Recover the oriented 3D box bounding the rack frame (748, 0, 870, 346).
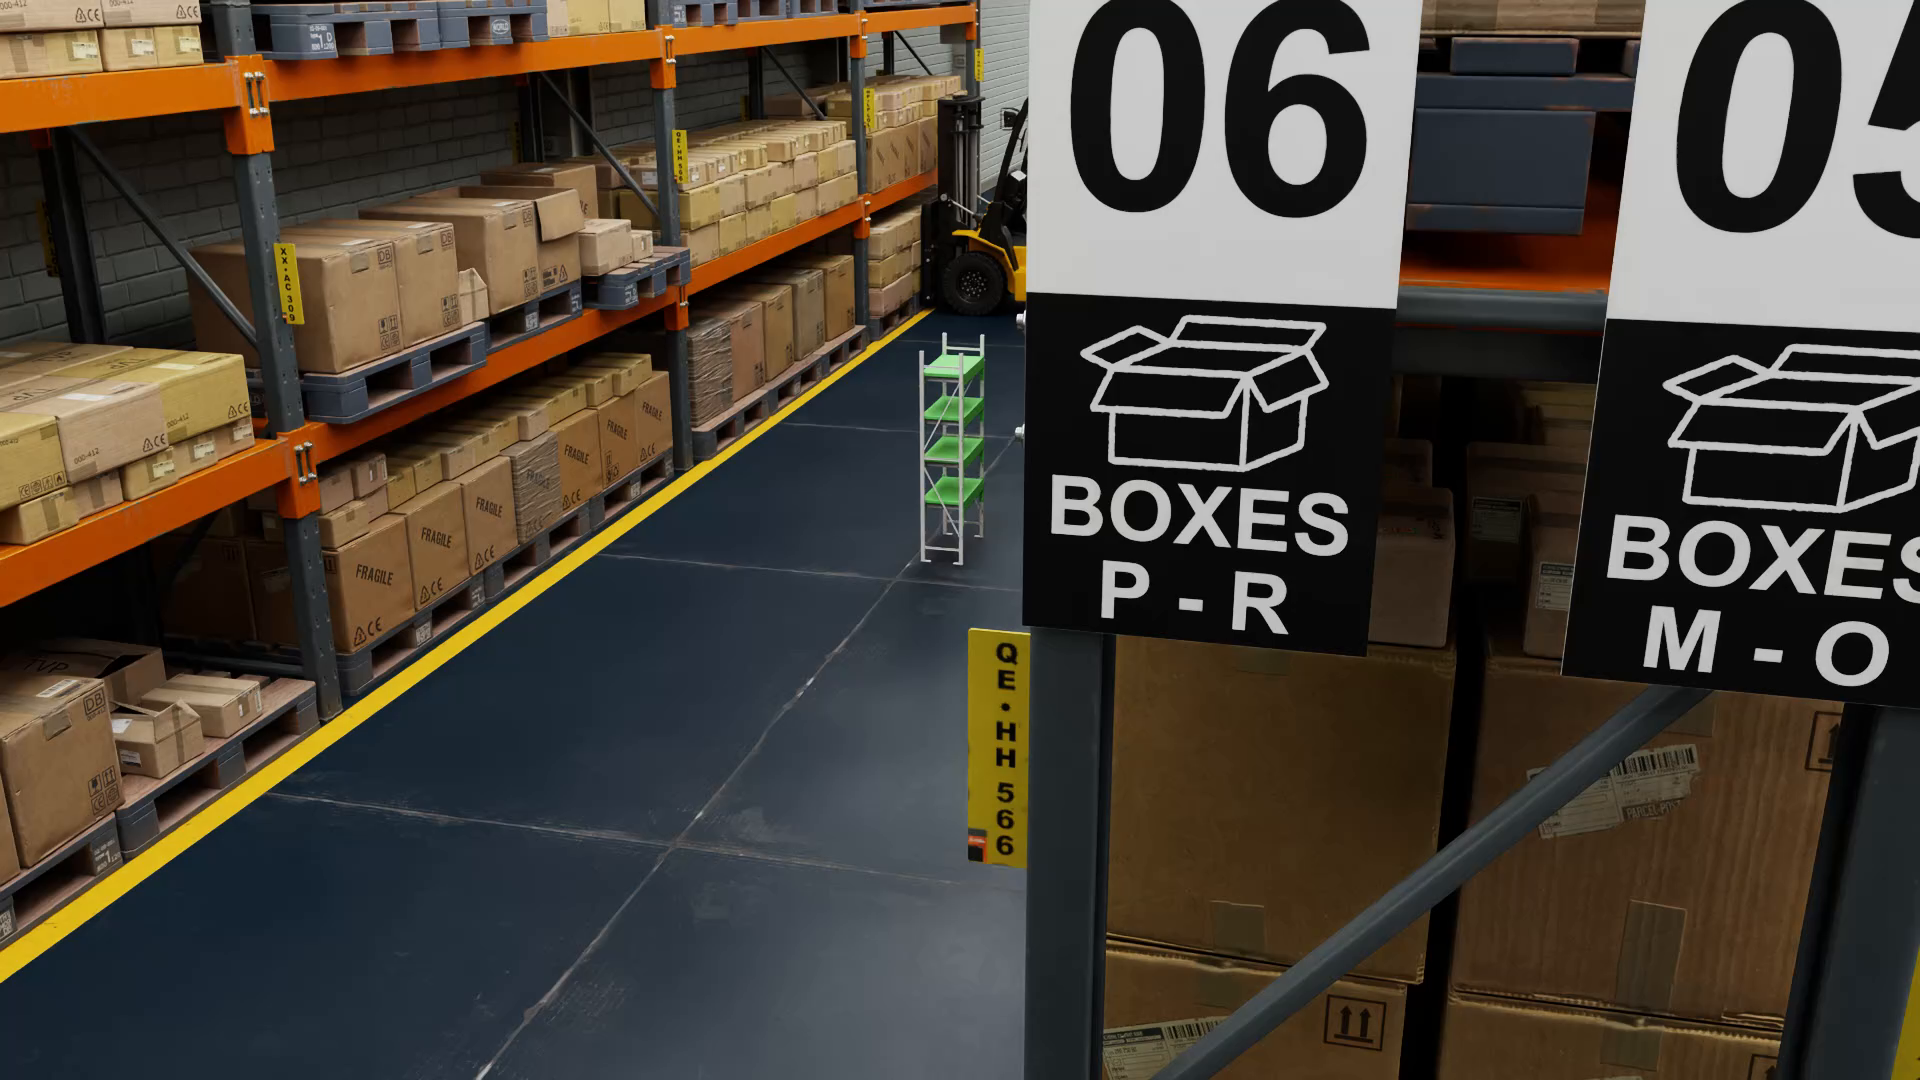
[{"bbox_3d":[-1.300,-3.177,14.348,1.000,3.000,0.127,5,19,13],"label":"rack frame"}]

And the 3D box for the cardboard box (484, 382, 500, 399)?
[{"bbox_3d":[-2.938,-0.864,9.790,0.380,0.149,0.250,4,19,11],"label":"cardboard box"}]

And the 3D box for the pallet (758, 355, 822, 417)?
[{"bbox_3d":[-1.739,-1.240,12.991,1.003,0.211,1.213,5,19,13],"label":"pallet"}]

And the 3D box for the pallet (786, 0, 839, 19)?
[{"bbox_3d":[-1.503,-4.229,13.082,0.805,0.209,1.217,4,19,11],"label":"pallet"}]

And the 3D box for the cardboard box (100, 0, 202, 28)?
[{"bbox_3d":[-3.130,-1.988,5.998,0.500,0.250,0.500,5,19,14],"label":"cardboard box"}]

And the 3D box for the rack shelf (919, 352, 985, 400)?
[{"bbox_3d":[-0.040,-0.910,9.207,0.258,0.148,0.480,5,19,13],"label":"rack shelf"}]

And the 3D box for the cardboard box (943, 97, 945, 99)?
[{"bbox_3d":[-0.364,-4.419,16.825,0.380,0.149,0.250,5,19,13],"label":"cardboard box"}]

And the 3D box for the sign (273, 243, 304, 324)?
[{"bbox_3d":[-2.727,-1.039,6.749,0.100,0.325,0.005,5,19,13],"label":"sign"}]

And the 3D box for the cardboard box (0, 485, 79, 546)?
[{"bbox_3d":[-3.296,-0.102,5.734,0.380,0.149,0.250,4,19,13],"label":"cardboard box"}]

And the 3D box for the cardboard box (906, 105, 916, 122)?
[{"bbox_3d":[-0.627,-4.009,15.627,0.380,0.149,0.250,4,19,12],"label":"cardboard box"}]

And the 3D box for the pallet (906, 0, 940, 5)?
[{"bbox_3d":[-0.817,-5.205,15.783,1.003,0.211,1.213,5,19,13],"label":"pallet"}]

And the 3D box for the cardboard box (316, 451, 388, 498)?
[{"bbox_3d":[-2.892,-0.310,7.708,0.380,0.149,0.250,4,19,11],"label":"cardboard box"}]

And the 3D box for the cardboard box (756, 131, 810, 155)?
[{"bbox_3d":[-1.385,-3.082,12.911,0.380,0.149,0.250,4,19,12],"label":"cardboard box"}]

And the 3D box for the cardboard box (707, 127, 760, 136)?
[{"bbox_3d":[-1.815,-3.198,13.252,0.380,0.149,0.250,4,19,13],"label":"cardboard box"}]

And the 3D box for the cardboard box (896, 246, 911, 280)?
[{"bbox_3d":[-0.762,-2.596,15.479,0.500,0.250,0.500,5,19,13],"label":"cardboard box"}]

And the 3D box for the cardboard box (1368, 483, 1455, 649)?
[{"bbox_3d":[0.475,0.019,2.286,0.380,0.149,0.250,5,19,14],"label":"cardboard box"}]

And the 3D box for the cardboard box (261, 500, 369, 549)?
[{"bbox_3d":[-2.909,-0.084,7.506,0.380,0.149,0.250,6,20,16],"label":"cardboard box"}]

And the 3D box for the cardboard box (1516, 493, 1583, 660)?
[{"bbox_3d":[0.937,0.058,2.172,0.380,0.149,0.250,5,20,15],"label":"cardboard box"}]

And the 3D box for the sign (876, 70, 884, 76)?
[{"bbox_3d":[-0.860,-4.924,18.000,0.100,0.325,0.005,5,19,13],"label":"sign"}]

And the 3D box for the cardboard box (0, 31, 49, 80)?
[{"bbox_3d":[-3.258,-1.598,5.472,0.380,0.149,0.250,5,19,13],"label":"cardboard box"}]

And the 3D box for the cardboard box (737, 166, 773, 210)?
[{"bbox_3d":[-1.663,-2.528,11.907,0.500,0.250,0.500,4,19,12],"label":"cardboard box"}]

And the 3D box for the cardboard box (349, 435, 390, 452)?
[{"bbox_3d":[-3.178,-0.455,8.592,0.380,0.149,0.250,5,20,15],"label":"cardboard box"}]

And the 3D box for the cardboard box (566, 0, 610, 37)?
[{"bbox_3d":[-2.290,-2.934,9.229,0.500,0.250,0.500,5,19,14],"label":"cardboard box"}]

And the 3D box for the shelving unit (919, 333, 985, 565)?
[{"bbox_3d":[-0.040,-0.516,9.342,0.258,1.200,0.503,5,19,13],"label":"shelving unit"}]

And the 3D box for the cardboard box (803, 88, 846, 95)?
[{"bbox_3d":[-1.279,-4.119,15.486,0.380,0.149,0.250,4,19,12],"label":"cardboard box"}]

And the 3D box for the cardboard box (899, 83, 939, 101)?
[{"bbox_3d":[-0.421,-4.389,16.278,0.380,0.149,0.250,5,19,14],"label":"cardboard box"}]

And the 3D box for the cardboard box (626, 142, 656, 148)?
[{"bbox_3d":[-2.205,-2.806,12.103,0.380,0.149,0.250,4,19,12],"label":"cardboard box"}]

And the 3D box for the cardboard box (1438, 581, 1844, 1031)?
[{"bbox_3d":[0.975,0.327,2.389,0.500,0.500,0.500,4,19,12],"label":"cardboard box"}]

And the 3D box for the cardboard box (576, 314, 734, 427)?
[{"bbox_3d":[-2.112,-1.193,11.563,0.875,0.625,0.625,5,20,15],"label":"cardboard box"}]

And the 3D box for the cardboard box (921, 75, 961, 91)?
[{"bbox_3d":[-0.206,-4.797,17.472,0.380,0.149,0.250,5,19,14],"label":"cardboard box"}]

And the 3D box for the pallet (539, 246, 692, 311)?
[{"bbox_3d":[-2.375,-1.615,10.071,1.213,0.211,1.003,5,19,13],"label":"pallet"}]

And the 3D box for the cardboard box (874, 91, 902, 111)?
[{"bbox_3d":[-0.742,-3.991,15.113,0.380,0.149,0.250,5,20,15],"label":"cardboard box"}]

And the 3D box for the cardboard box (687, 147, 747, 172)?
[{"bbox_3d":[-1.728,-2.685,11.749,0.380,0.149,0.250,5,19,14],"label":"cardboard box"}]

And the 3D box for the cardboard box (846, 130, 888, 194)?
[{"bbox_3d":[-0.939,-3.343,14.679,0.500,0.500,0.500,4,19,12],"label":"cardboard box"}]

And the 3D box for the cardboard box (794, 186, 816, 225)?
[{"bbox_3d":[-1.438,-2.616,12.939,0.500,0.250,0.500,5,19,14],"label":"cardboard box"}]

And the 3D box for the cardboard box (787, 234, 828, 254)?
[{"bbox_3d":[-1.368,-2.717,15.060,0.500,0.250,0.500,5,20,14],"label":"cardboard box"}]

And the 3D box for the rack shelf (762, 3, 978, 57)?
[{"bbox_3d":[-0.812,-4.883,15.815,1.077,0.370,4.000,5,19,13],"label":"rack shelf"}]

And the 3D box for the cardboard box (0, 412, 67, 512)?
[{"bbox_3d":[-3.386,-0.247,5.542,0.500,0.250,0.500,5,19,13],"label":"cardboard box"}]

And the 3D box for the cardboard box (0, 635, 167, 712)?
[{"bbox_3d":[-3.646,0.592,6.822,0.500,0.311,0.500,5,20,15],"label":"cardboard box"}]

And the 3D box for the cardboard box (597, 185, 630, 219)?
[{"bbox_3d":[-2.437,-2.252,11.098,0.500,0.250,0.500,5,20,15],"label":"cardboard box"}]

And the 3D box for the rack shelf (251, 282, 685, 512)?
[{"bbox_3d":[-2.766,-0.956,8.959,1.077,0.370,4.000,5,19,13],"label":"rack shelf"}]

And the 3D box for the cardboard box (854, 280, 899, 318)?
[{"bbox_3d":[-0.861,-2.200,15.092,0.500,0.250,0.500,5,19,14],"label":"cardboard box"}]

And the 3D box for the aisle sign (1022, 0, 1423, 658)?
[{"bbox_3d":[0.264,-0.257,1.778,0.394,0.787,0.004,5,19,13],"label":"aisle sign"}]

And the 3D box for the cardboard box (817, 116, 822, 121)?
[{"bbox_3d":[-1.443,-3.734,14.820,0.380,0.149,0.250,4,19,12],"label":"cardboard box"}]

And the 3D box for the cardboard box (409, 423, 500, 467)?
[{"bbox_3d":[-2.651,-0.498,8.719,0.380,0.149,0.250,5,20,15],"label":"cardboard box"}]

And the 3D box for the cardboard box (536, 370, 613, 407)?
[{"bbox_3d":[-2.296,-0.904,9.908,0.380,0.149,0.250,4,19,12],"label":"cardboard box"}]

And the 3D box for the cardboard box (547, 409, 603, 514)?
[{"bbox_3d":[-2.430,-0.469,9.639,0.500,0.500,0.500,6,20,16],"label":"cardboard box"}]

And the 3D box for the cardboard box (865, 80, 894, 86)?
[{"bbox_3d":[-0.875,-4.513,16.642,0.380,0.149,0.250,5,20,15],"label":"cardboard box"}]

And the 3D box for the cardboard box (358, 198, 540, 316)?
[{"bbox_3d":[-2.602,-1.458,8.511,0.700,0.500,0.500,5,19,13],"label":"cardboard box"}]

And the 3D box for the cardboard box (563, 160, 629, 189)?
[{"bbox_3d":[-2.394,-2.396,10.902,0.380,0.149,0.250,5,20,15],"label":"cardboard box"}]

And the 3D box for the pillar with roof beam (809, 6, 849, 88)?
[{"bbox_3d":[2.807,-6.783,15.623,9.100,9.000,0.400,5,19,13],"label":"pillar with roof beam"}]

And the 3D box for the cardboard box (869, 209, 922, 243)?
[{"bbox_3d":[-0.633,-2.991,15.861,0.500,0.250,0.500,5,20,15],"label":"cardboard box"}]

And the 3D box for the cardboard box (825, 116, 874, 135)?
[{"bbox_3d":[-0.967,-3.610,14.459,0.380,0.149,0.250,4,19,13],"label":"cardboard box"}]
